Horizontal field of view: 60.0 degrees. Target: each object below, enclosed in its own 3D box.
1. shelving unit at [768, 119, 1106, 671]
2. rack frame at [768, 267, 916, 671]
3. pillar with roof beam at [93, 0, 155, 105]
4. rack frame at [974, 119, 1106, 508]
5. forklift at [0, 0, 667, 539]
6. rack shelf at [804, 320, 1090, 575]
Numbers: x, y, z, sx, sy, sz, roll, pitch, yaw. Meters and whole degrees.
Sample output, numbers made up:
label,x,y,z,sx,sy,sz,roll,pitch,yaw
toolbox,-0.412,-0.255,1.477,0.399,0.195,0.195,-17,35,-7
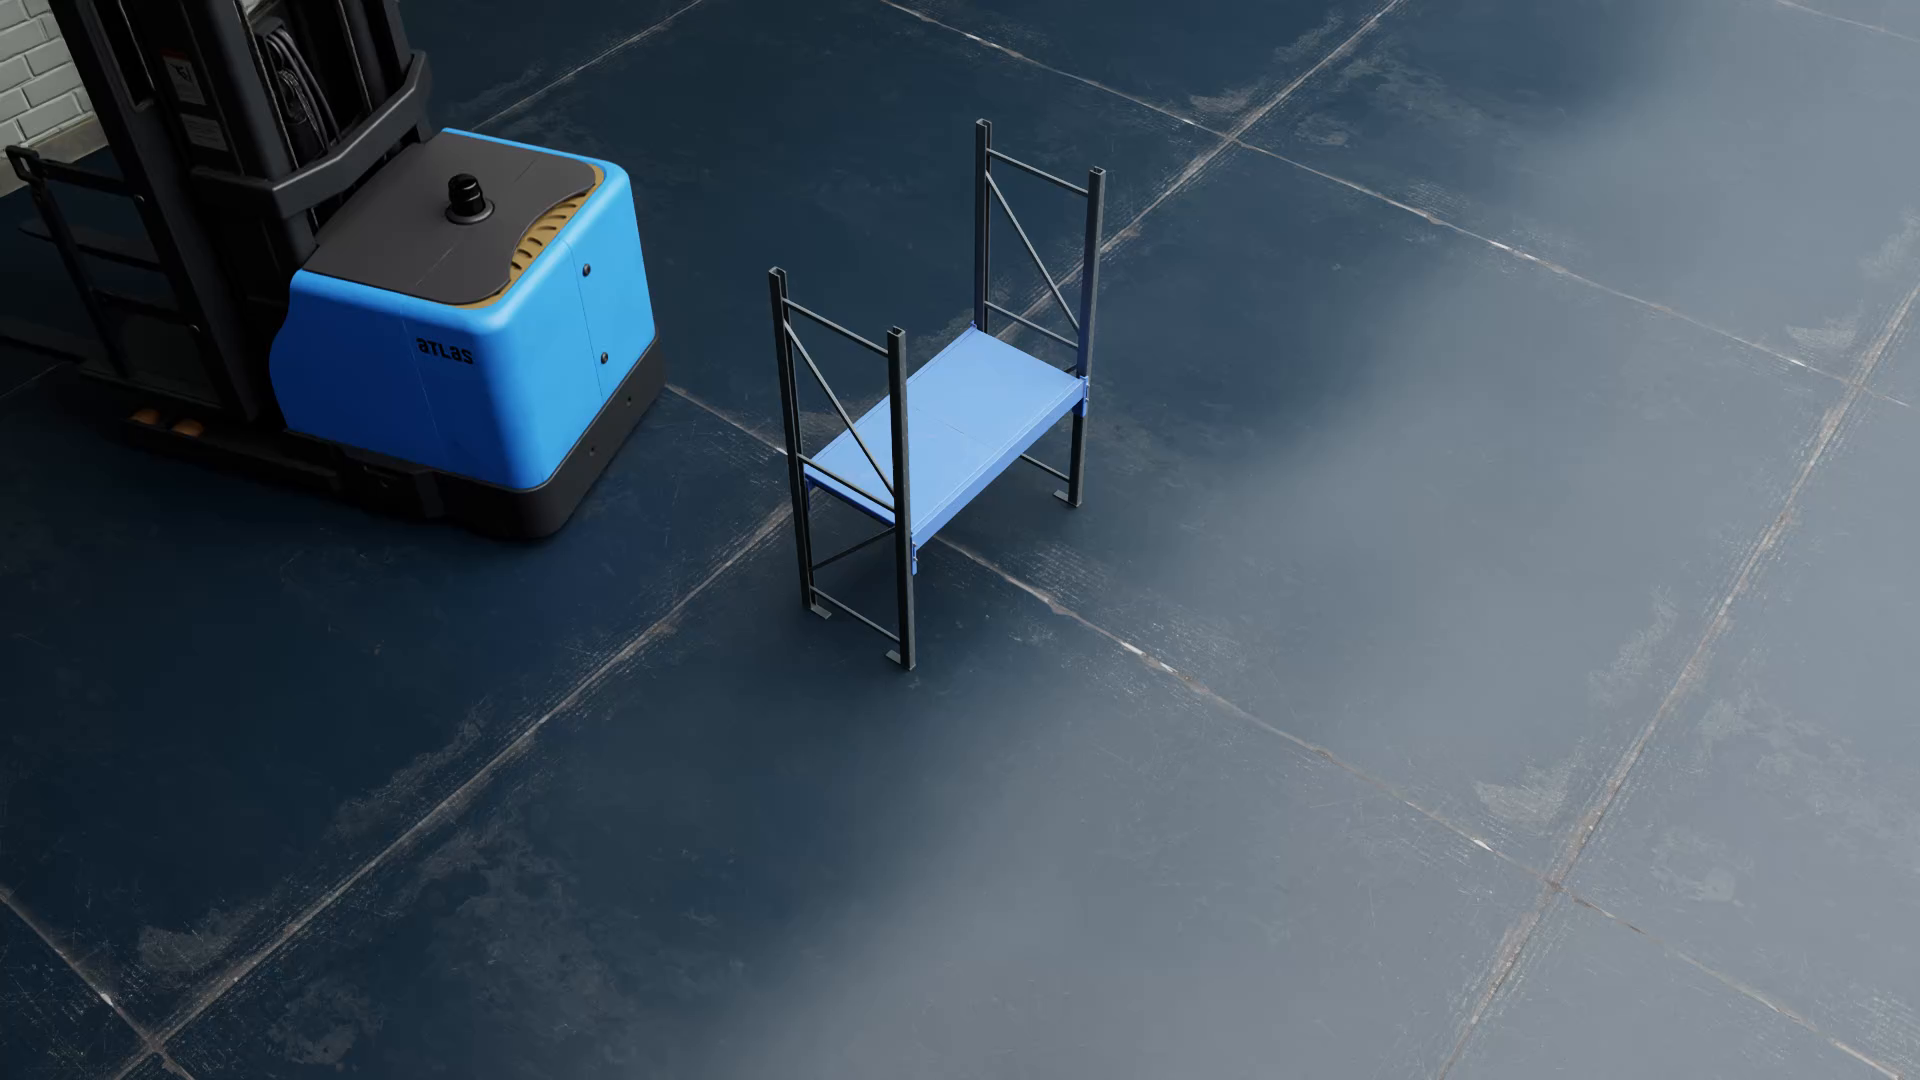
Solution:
label,x,y,z,sx,sy,sz,roll,pitch,yaw
shelving unit,-0.052,-0.469,5.661,0.538,1.500,1.048,29,53,25
rack frame,-0.363,-0.178,5.383,0.500,1.500,0.032,29,53,25
pillar with roof beam,-0.409,-3.297,3.176,9.100,9.000,0.400,29,53,25
rack frame,0.259,-0.760,5.939,0.500,1.500,0.032,29,53,25
forklift,-2.768,-1.670,5.818,3.031,2.935,1.130,14,48,13
rack shelf,-0.052,-0.345,5.791,0.538,0.185,1.000,29,53,25
